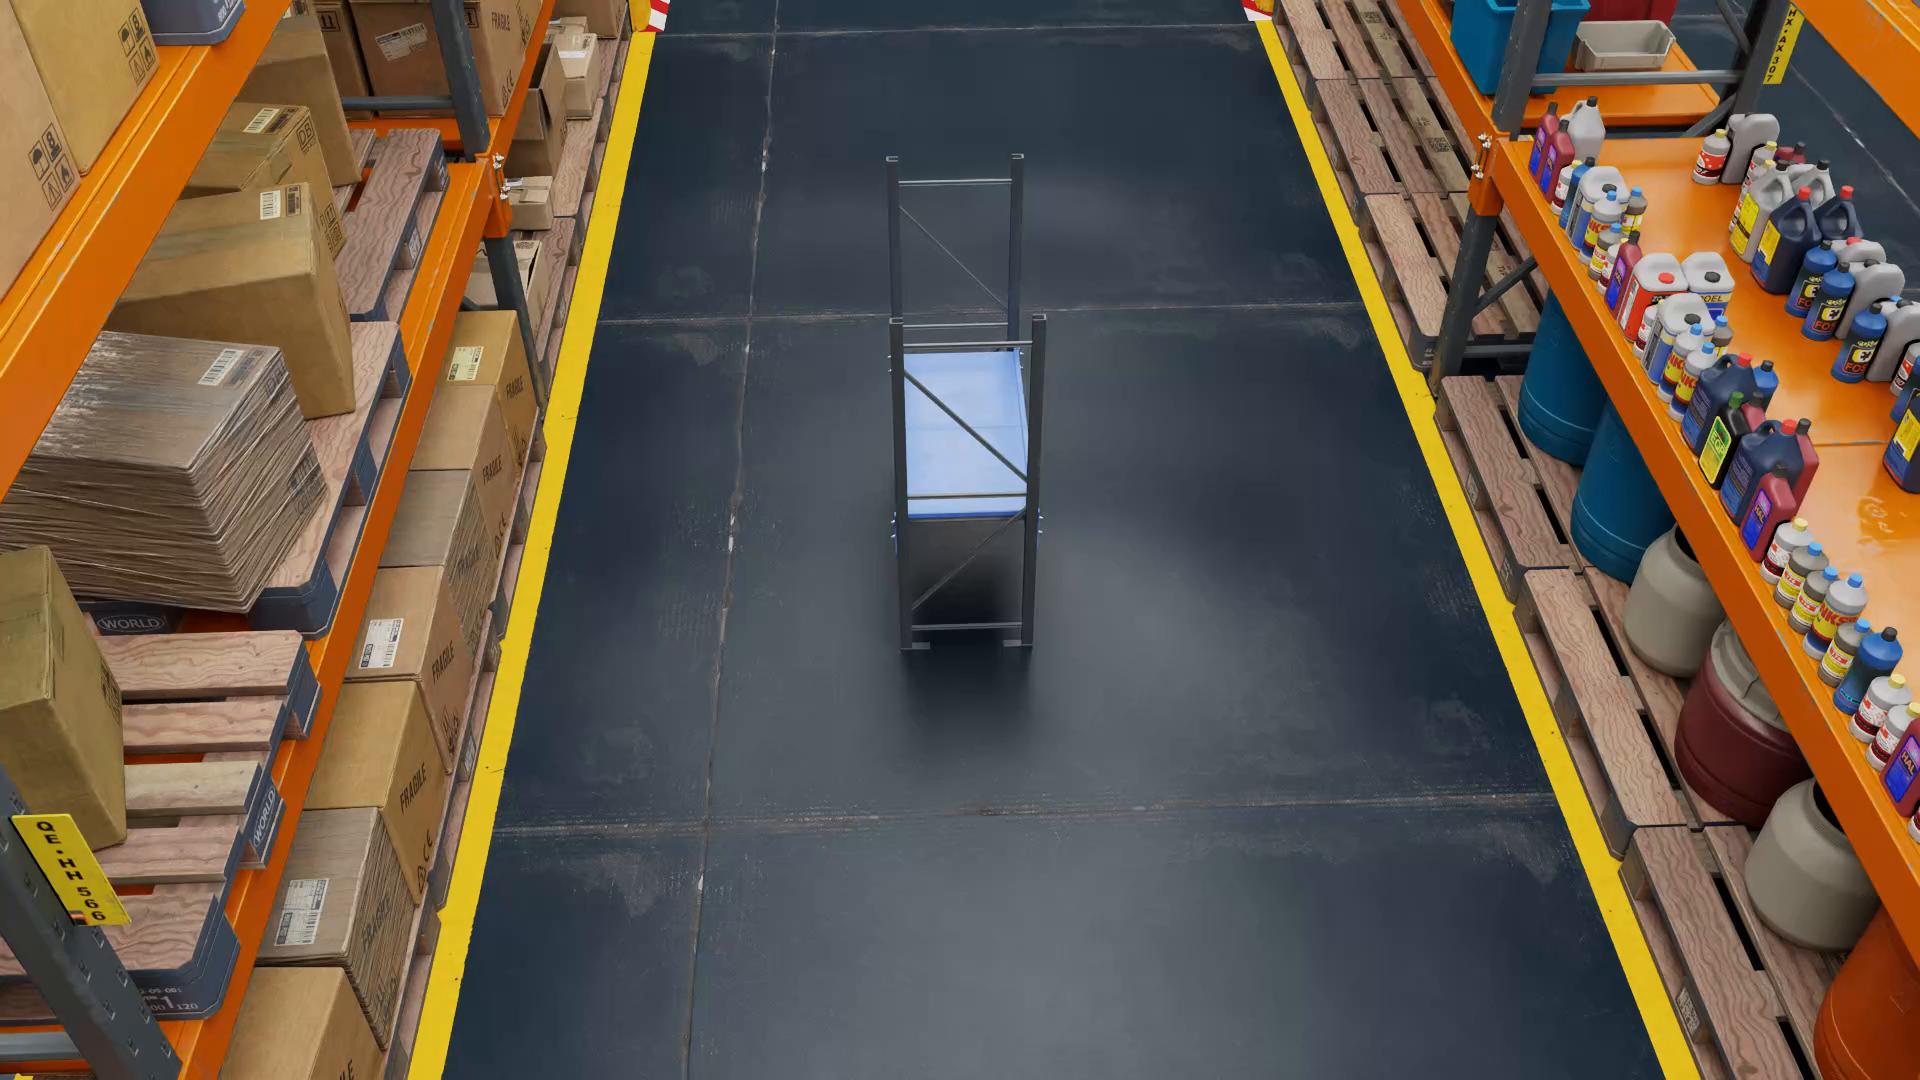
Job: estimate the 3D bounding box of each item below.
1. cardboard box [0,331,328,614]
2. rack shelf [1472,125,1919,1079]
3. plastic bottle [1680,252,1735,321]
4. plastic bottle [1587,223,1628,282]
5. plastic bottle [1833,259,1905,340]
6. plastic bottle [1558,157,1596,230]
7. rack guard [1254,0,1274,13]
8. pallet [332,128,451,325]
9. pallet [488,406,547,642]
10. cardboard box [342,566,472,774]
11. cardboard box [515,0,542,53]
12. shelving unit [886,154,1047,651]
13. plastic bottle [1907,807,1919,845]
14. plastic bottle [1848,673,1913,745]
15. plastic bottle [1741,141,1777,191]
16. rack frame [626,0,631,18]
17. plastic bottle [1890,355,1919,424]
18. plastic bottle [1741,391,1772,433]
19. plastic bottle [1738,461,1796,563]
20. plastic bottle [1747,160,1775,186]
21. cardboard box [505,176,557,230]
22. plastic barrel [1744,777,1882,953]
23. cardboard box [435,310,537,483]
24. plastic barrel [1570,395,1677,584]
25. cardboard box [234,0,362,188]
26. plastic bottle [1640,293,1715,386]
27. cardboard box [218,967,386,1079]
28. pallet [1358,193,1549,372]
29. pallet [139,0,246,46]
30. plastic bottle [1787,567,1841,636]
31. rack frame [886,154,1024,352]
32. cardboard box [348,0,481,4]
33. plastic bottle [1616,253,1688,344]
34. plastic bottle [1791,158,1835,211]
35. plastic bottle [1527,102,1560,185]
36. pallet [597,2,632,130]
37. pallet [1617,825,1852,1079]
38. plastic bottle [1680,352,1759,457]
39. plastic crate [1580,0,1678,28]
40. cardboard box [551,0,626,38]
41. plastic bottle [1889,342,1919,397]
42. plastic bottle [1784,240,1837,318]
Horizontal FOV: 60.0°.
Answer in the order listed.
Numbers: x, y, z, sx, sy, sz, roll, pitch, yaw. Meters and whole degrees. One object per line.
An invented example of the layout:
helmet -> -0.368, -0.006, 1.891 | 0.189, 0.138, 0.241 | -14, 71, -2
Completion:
cardboard box -> -2.150, -0.189, 4.352 | 0.700, 0.500, 0.500 | 6, 43, 6
rack shelf -> 2.702, -0.178, 5.256 | 1.077, 0.370, 4.000 | -2, 43, -2
plastic bottle -> 2.447, -0.803, 5.498 | 0.152, 0.276, 0.135 | -2, 43, -2
plastic bottle -> 2.253, -1.005, 5.773 | 0.097, 0.201, 0.097 | 0, 43, 0
plastic bottle -> 2.999, -0.813, 5.508 | 0.152, 0.276, 0.135 | -2, 43, -2
plastic bottle -> 2.239, -1.253, 5.992 | 0.097, 0.271, 0.097 | 0, 43, 0
rack guard -> 2.433, -3.588, 10.294 | 1.175, 0.500, 0.348 | -2, 43, -2
pallet -> -2.408, -1.040, 5.807 | 1.003, 0.211, 1.213 | -2, 43, -2
pallet -> -2.260, -0.077, 6.678 | 1.003, 0.211, 1.213 | -2, 43, -2
cardboard box -> -1.968, 0.447, 5.567 | 0.500, 0.500, 0.500 | -3, 43, -3
cardboard box -> -2.107, -2.388, 7.061 | 0.500, 0.500, 0.500 | -1, 43, -1
shelving unit -> 0.004, -0.495, 6.180 | 0.538, 1.500, 1.048 | -2, 43, -2
plastic bottle -> 2.356, 0.641, 3.977 | 0.097, 0.201, 0.097 | 0, 43, 0
plastic bottle -> 2.342, 0.420, 4.219 | 0.097, 0.201, 0.097 | 0, 43, 0
plastic bottle -> 2.989, -1.385, 6.189 | 0.097, 0.201, 0.097 | 0, 43, 0
rack frame -> -2.502, -4.354, 9.280 | 1.000, 3.000, 0.127 | -2, 43, -2
plastic bottle -> 2.986, -0.485, 5.154 | 0.097, 0.271, 0.097 | 0, 43, 0
plastic bottle -> 2.342, -0.299, 4.942 | 0.061, 0.283, 0.133 | -2, 43, -2
plastic bottle -> 2.295, -0.082, 4.706 | 0.061, 0.283, 0.133 | -2, 43, -2
plastic bottle -> 2.933, -1.294, 6.088 | 0.097, 0.201, 0.097 | 0, 43, 0
cardboard box -> -2.181, -1.644, 8.095 | 0.380, 0.166, 0.250 | -2, 43, -2
plastic barrel -> 2.635, 0.961, 5.012 | 0.421, 0.512, 0.421 | 0, 43, 0
cardboard box -> -2.025, -0.569, 6.675 | 0.500, 0.500, 0.500 | -2, 43, -2
plastic barrel -> 2.653, -0.328, 6.131 | 0.600, 0.901, 0.708 | -2, 43, -2
cardboard box -> -2.536, -1.519, 5.802 | 0.700, 0.500, 0.500 | -15, 45, -16
plastic bottle -> 2.305, -0.642, 5.323 | 0.152, 0.276, 0.135 | -2, 43, -2
cardboard box -> -1.896, 1.491, 4.428 | 0.500, 0.500, 0.500 | 0, 43, 0
pallet -> 2.547, -1.260, 7.969 | 1.003, 0.211, 1.213 | -2, 43, -2
pallet -> -2.328, -1.548, 4.138 | 1.213, 0.211, 1.003 | -2, 43, -2
plastic bottle -> 2.326, 0.157, 4.506 | 0.097, 0.201, 0.097 | 0, 43, 0
rack frame -> -0.018, -0.838, 6.555 | 0.500, 1.500, 0.032 | -2, 43, -2
cardboard box -> -2.071, -2.385, 6.318 | 0.500, 0.500, 0.500 | -1, 43, -1
plastic bottle -> 2.295, -0.799, 5.493 | 0.152, 0.276, 0.135 | -2, 43, -2
plastic bottle -> 2.983, -1.164, 5.836 | 0.144, 0.351, 0.185 | -2, 43, -2
plastic bottle -> 2.206, -1.490, 6.242 | 0.061, 0.283, 0.133 | -2, 43, -2
pallet -> -2.464, -2.736, 9.579 | 1.003, 0.211, 1.213 | -2, 43, -2
pallet -> 2.711, 1.404, 5.062 | 1.003, 0.211, 1.213 | -2, 43, -2
plastic bottle -> 2.316, -0.430, 5.036 | 0.144, 0.351, 0.185 | -2, 43, -2
plastic crate -> 2.829, -2.449, 7.110 | 0.402, 0.464, 0.583 | -2, 43, -2
cardboard box -> -2.233, -3.234, 9.583 | 0.500, 0.500, 0.500 | -2, 43, -2
plastic bottle -> 3.041, -0.551, 5.278 | 0.097, 0.201, 0.097 | 0, 43, 0
plastic bottle -> 2.869, -0.886, 5.591 | 0.097, 0.271, 0.097 | 0, 43, 0
